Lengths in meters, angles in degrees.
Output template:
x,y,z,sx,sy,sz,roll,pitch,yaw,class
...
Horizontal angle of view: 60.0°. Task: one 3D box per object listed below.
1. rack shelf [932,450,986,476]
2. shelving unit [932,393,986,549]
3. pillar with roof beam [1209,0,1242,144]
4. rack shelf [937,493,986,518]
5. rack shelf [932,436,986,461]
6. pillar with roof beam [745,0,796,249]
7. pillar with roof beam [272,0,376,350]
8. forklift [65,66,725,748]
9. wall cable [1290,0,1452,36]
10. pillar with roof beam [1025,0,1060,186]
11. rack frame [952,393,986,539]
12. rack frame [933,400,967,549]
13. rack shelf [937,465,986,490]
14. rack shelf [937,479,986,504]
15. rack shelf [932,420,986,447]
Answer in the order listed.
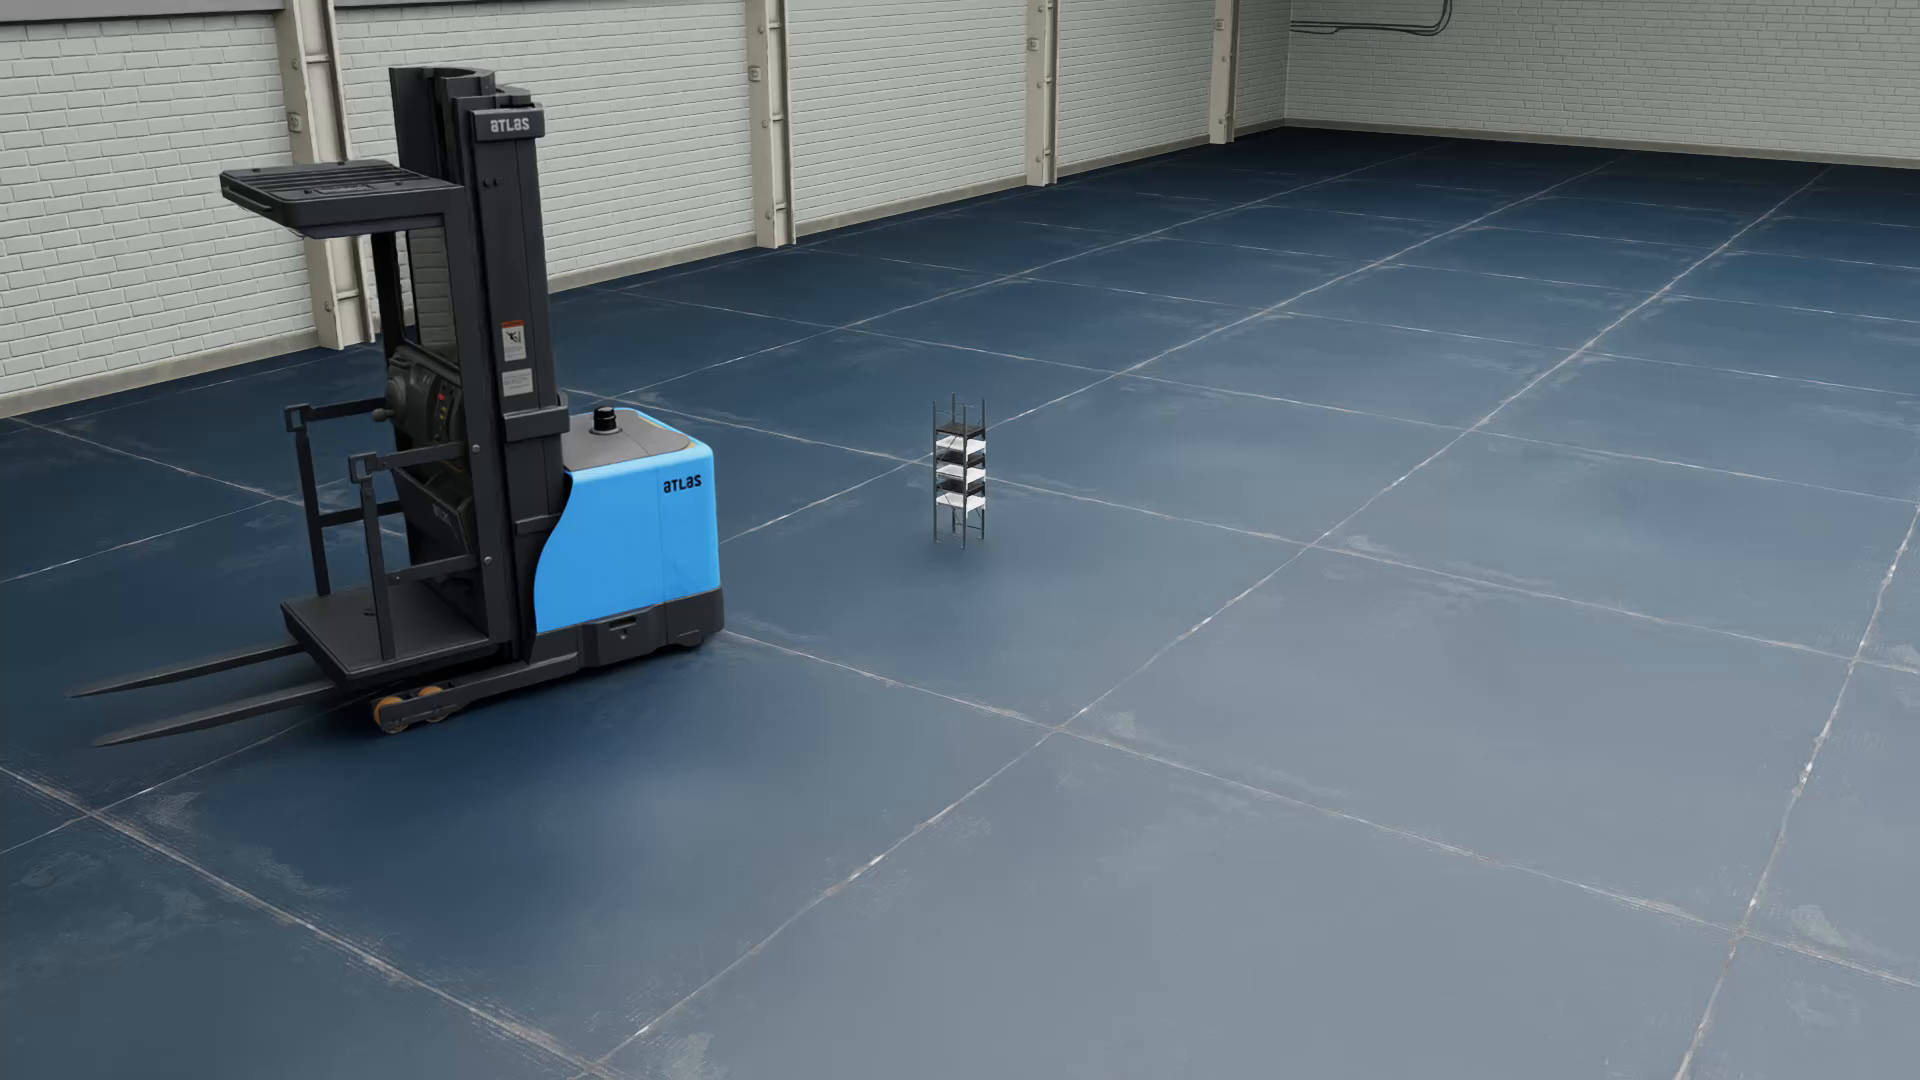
x,y,z,sx,sy,sz,roll,pitch,yaw,class
-0.005,-0.473,10.083,0.258,0.077,0.200,13,24,32,rack shelf
-0.005,-0.420,10.103,0.258,0.900,0.210,13,24,32,shelving unit
8.118,-10.327,25.214,9.100,9.000,0.400,13,24,32,pillar with roof beam
-0.005,-0.220,10.177,0.258,0.077,0.200,13,24,32,rack shelf
-0.005,-0.557,10.052,0.258,0.077,0.200,13,24,32,rack shelf
1.372,-6.884,15.906,9.100,9.000,0.400,13,24,32,pillar with roof beam
-2.001,-5.163,11.252,9.100,9.000,0.400,13,24,32,pillar with roof beam
-2.735,-0.675,7.866,3.031,2.935,1.130,-14,25,-34,forklift
7.307,-10.298,29.610,3.097,2.526,0.112,13,24,32,wall cable
4.745,-8.606,20.560,9.100,9.000,0.400,13,24,32,pillar with roof beam
0.053,-0.449,10.181,0.240,0.900,0.006,13,24,32,rack frame
-0.062,-0.391,10.024,0.240,0.900,0.006,13,24,32,rack frame
-0.005,-0.388,10.114,0.258,0.077,0.200,13,24,32,rack shelf
-0.005,-0.304,10.145,0.258,0.077,0.200,13,24,32,rack shelf
-0.005,-0.642,10.020,0.258,0.077,0.200,13,24,32,rack shelf
